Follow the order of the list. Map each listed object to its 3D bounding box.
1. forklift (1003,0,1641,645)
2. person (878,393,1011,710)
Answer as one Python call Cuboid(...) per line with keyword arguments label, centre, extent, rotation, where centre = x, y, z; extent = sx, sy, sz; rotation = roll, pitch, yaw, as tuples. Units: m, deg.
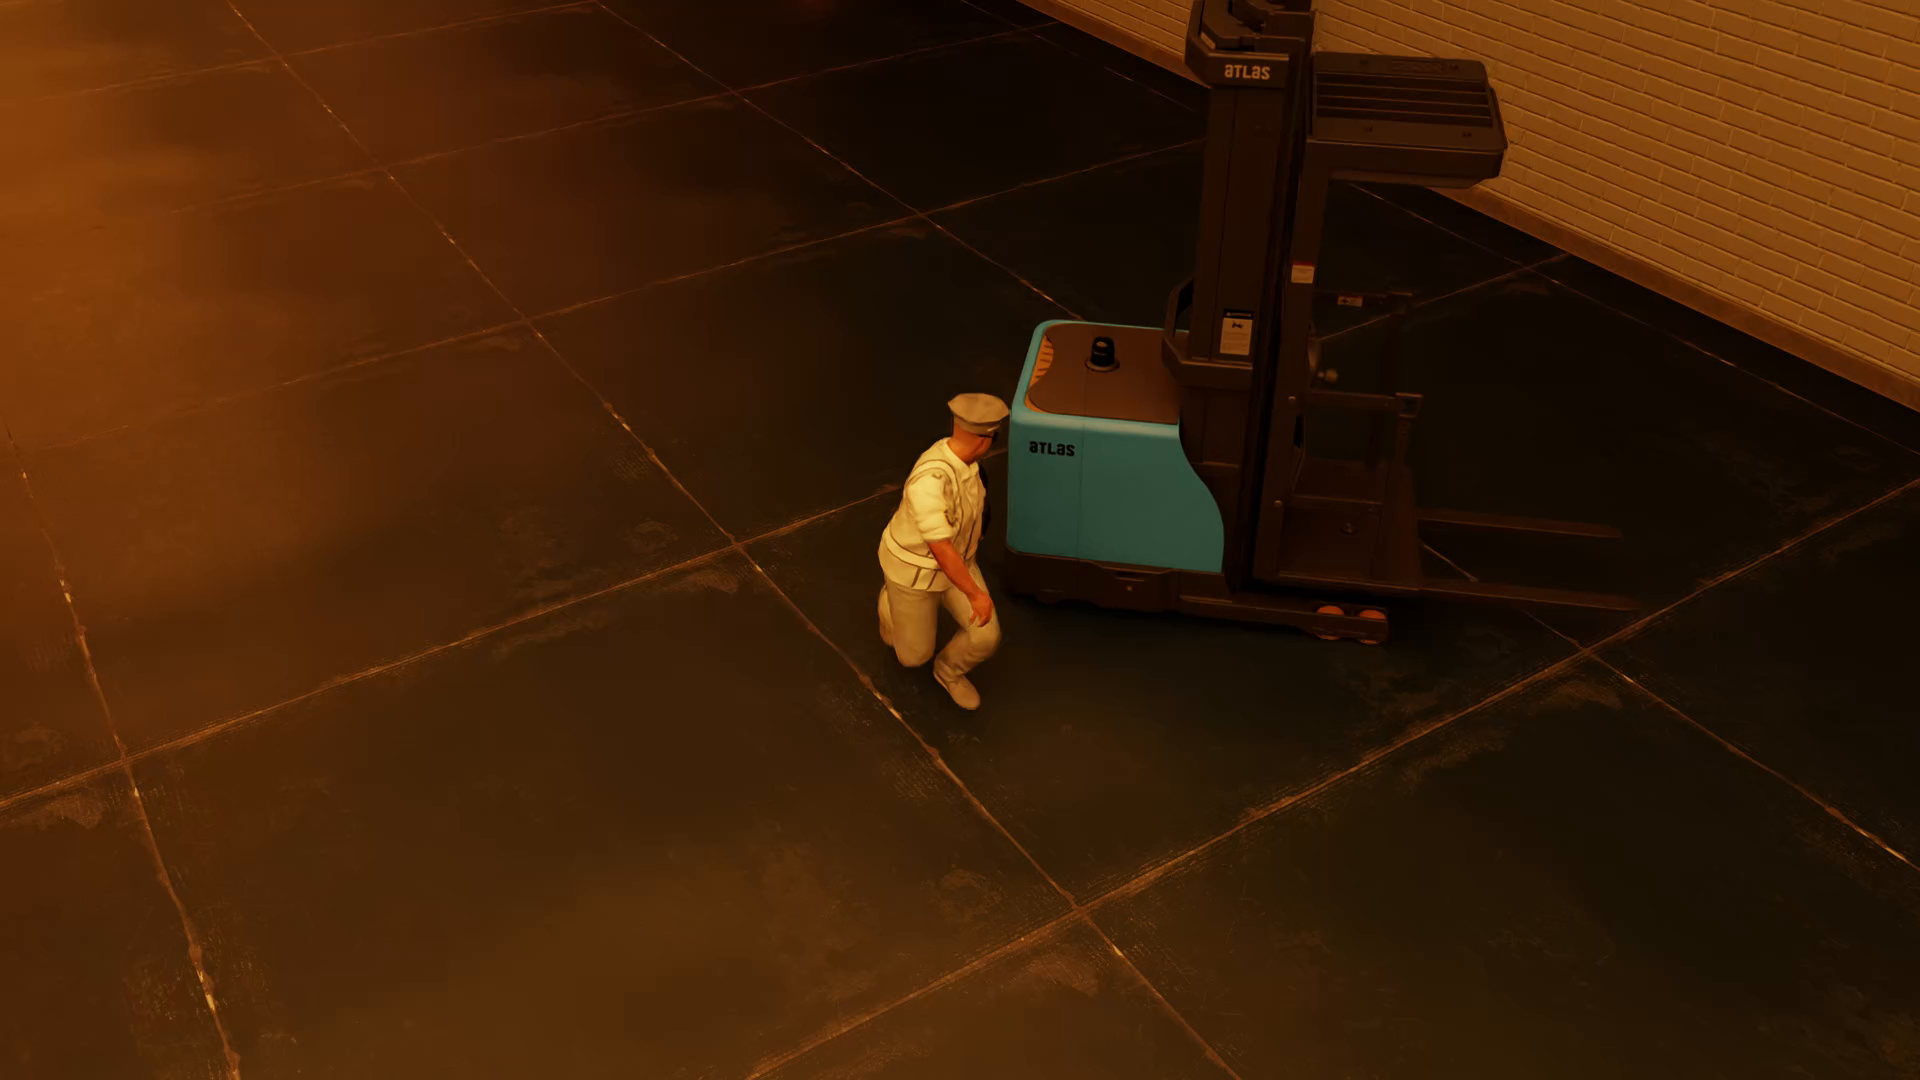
Cuboid(label="forklift", centre=(1.781, -1.029, 7.612), extent=(3.031, 2.935, 1.130), rotation=(6, 36, 8))
Cuboid(label="person", centre=(-0.064, 0.027, 7.375), extent=(0.654, 1.531, 0.830), rotation=(-29, 44, -35))
